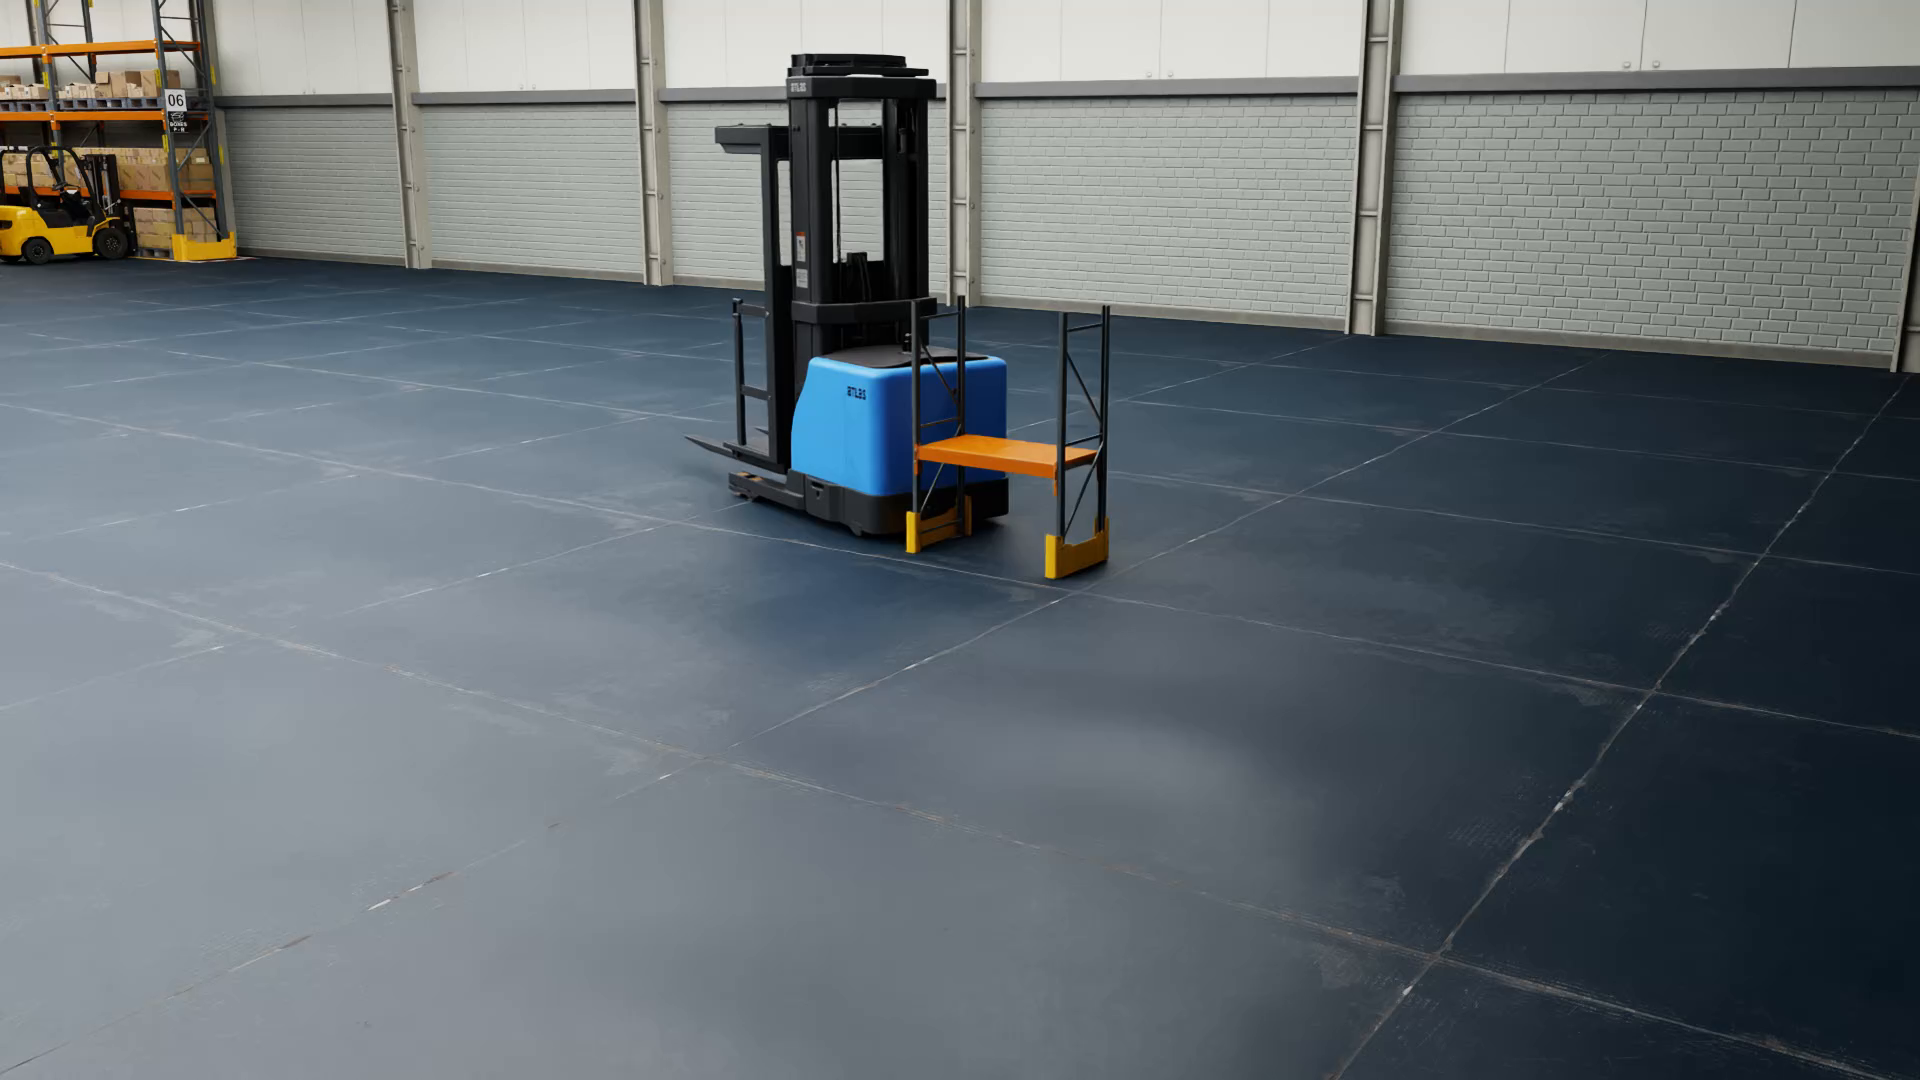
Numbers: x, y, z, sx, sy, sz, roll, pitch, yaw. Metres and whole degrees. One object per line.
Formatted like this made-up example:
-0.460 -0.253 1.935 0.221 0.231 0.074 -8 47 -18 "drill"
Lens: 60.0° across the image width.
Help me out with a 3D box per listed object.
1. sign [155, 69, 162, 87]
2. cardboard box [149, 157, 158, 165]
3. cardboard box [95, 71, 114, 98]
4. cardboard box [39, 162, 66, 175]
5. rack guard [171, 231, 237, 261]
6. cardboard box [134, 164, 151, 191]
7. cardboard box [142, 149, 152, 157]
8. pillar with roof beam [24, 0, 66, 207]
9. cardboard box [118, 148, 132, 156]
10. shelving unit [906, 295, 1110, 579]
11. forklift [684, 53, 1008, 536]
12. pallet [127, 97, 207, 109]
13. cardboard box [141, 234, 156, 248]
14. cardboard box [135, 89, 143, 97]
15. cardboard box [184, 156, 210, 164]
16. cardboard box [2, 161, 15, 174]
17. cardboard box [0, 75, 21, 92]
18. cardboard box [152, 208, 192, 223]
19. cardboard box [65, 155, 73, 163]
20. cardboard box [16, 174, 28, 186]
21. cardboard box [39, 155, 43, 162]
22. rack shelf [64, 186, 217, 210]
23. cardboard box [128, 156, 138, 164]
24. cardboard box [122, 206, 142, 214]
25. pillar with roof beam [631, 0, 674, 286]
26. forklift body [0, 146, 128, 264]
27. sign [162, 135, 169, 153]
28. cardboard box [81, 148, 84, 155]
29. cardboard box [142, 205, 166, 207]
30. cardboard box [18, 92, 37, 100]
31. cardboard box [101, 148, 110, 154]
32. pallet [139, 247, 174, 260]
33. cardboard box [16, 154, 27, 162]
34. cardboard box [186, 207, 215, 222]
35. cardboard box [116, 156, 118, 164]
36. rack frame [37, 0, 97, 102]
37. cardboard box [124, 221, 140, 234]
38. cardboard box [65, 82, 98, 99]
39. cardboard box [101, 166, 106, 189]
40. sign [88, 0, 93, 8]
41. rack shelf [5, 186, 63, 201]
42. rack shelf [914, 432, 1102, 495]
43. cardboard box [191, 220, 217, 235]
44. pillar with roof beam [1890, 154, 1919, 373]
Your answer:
-15.121 -8.716 31.369 0.005 0.325 0.100 9 17 33 "sign"
-15.479 -7.357 32.243 0.250 0.149 0.380 9 17 34 "cardboard box"
-16.568 -8.987 32.848 0.637 0.503 0.797 10 17 35 "cardboard box"
-18.676 -7.696 34.441 0.500 0.250 0.500 9 16 32 "cardboard box"
-14.787 -5.758 32.544 0.348 0.500 1.175 9 17 33 "rack guard"
-15.787 -7.108 32.588 0.500 0.500 0.500 10 17 35 "cardboard box"
-15.676 -7.545 32.383 0.250 0.149 0.380 10 17 34 "cardboard box"
-22.262 -10.106 32.421 0.400 9.000 9.100 9 17 33 "pillar with roof beam"
-16.336 -7.640 32.765 0.250 0.149 0.380 10 17 34 "cardboard box"
0.279 -0.636 9.772 1.083 1.500 0.587 10 17 35 "shelving unit"
-0.947 -1.747 11.279 1.130 2.935 3.031 -10 17 -34 "forklift"
-15.379 -8.488 32.310 1.213 0.211 1.003 9 17 33 "pallet"
-15.780 -5.912 32.813 0.500 0.250 0.500 9 17 33 "cardboard box"
-15.663 -8.612 32.068 0.250 0.149 0.380 9 16 31 "cardboard box"
-14.943 -7.435 32.559 0.250 0.149 0.380 9 16 31 "cardboard box"
-19.936 -7.905 35.284 0.500 0.250 0.500 9 17 34 "cardboard box"
-20.135 -9.522 35.015 0.500 0.500 0.500 10 17 34 "cardboard box"
-15.363 -6.329 32.414 0.500 0.250 0.500 10 17 35 "cardboard box"
-18.008 -7.779 33.949 0.250 0.149 0.380 9 16 32 "cardboard box"
-19.505 -7.593 35.065 0.500 0.250 0.500 9 17 33 "cardboard box"
-18.931 -7.950 34.640 0.250 0.149 0.380 9 17 33 "cardboard box"
-16.466 -6.894 33.426 4.000 0.370 1.077 9 17 33 "rack shelf"
-16.108 -7.466 32.683 0.250 0.149 0.380 9 16 31 "cardboard box"
-16.630 -6.531 33.232 0.500 0.250 0.500 9 16 32 "cardboard box"
-7.327 -7.692 22.670 0.400 9.000 9.100 9 17 33 "pillar with roof beam"
-17.398 -6.453 31.916 1.214 2.155 2.313 9 17 33 "forklift body"
-15.121 -7.545 31.659 0.005 0.325 0.100 9 17 33 "sign"
-17.543 -7.868 33.686 0.250 0.149 0.380 9 16 32 "cardboard box"
-16.347 -6.637 33.659 0.500 0.250 0.500 9 16 32 "cardboard box"
-19.208 -9.185 34.382 0.250 0.149 0.380 9 17 33 "cardboard box"
-16.913 -7.760 33.252 0.250 0.149 0.380 9 17 33 "cardboard box"
-15.464 -5.715 32.972 1.213 0.211 1.003 9 17 33 "pallet"
-19.610 -8.042 35.008 0.250 0.149 0.380 9 17 33 "cardboard box"
-15.100 -6.431 32.829 0.500 0.250 0.500 9 16 32 "cardboard box"
-16.736 -7.568 33.095 0.250 0.149 0.380 9 16 32 "cardboard box"
-18.126 -10.423 33.702 0.127 3.000 1.000 9 17 33 "rack frame"
-16.235 -6.224 33.031 0.500 0.250 0.500 9 16 32 "cardboard box"
-17.571 -9.016 33.364 0.500 0.311 0.500 10 17 34 "cardboard box"
-17.041 -7.314 33.418 0.500 0.500 0.500 9 17 32 "cardboard box"
-17.795 -11.061 34.005 0.005 0.325 0.100 9 17 33 "sign"
-19.785 -7.430 35.593 4.000 0.370 1.077 9 17 33 "rack shelf"
0.286 -0.460 9.810 1.000 0.185 0.538 10 17 35 "rack shelf"
-15.081 -6.191 32.898 0.500 0.250 0.500 10 17 34 "cardboard box"
7.609 -5.278 12.918 0.400 9.000 9.100 9 17 33 "pillar with roof beam"
